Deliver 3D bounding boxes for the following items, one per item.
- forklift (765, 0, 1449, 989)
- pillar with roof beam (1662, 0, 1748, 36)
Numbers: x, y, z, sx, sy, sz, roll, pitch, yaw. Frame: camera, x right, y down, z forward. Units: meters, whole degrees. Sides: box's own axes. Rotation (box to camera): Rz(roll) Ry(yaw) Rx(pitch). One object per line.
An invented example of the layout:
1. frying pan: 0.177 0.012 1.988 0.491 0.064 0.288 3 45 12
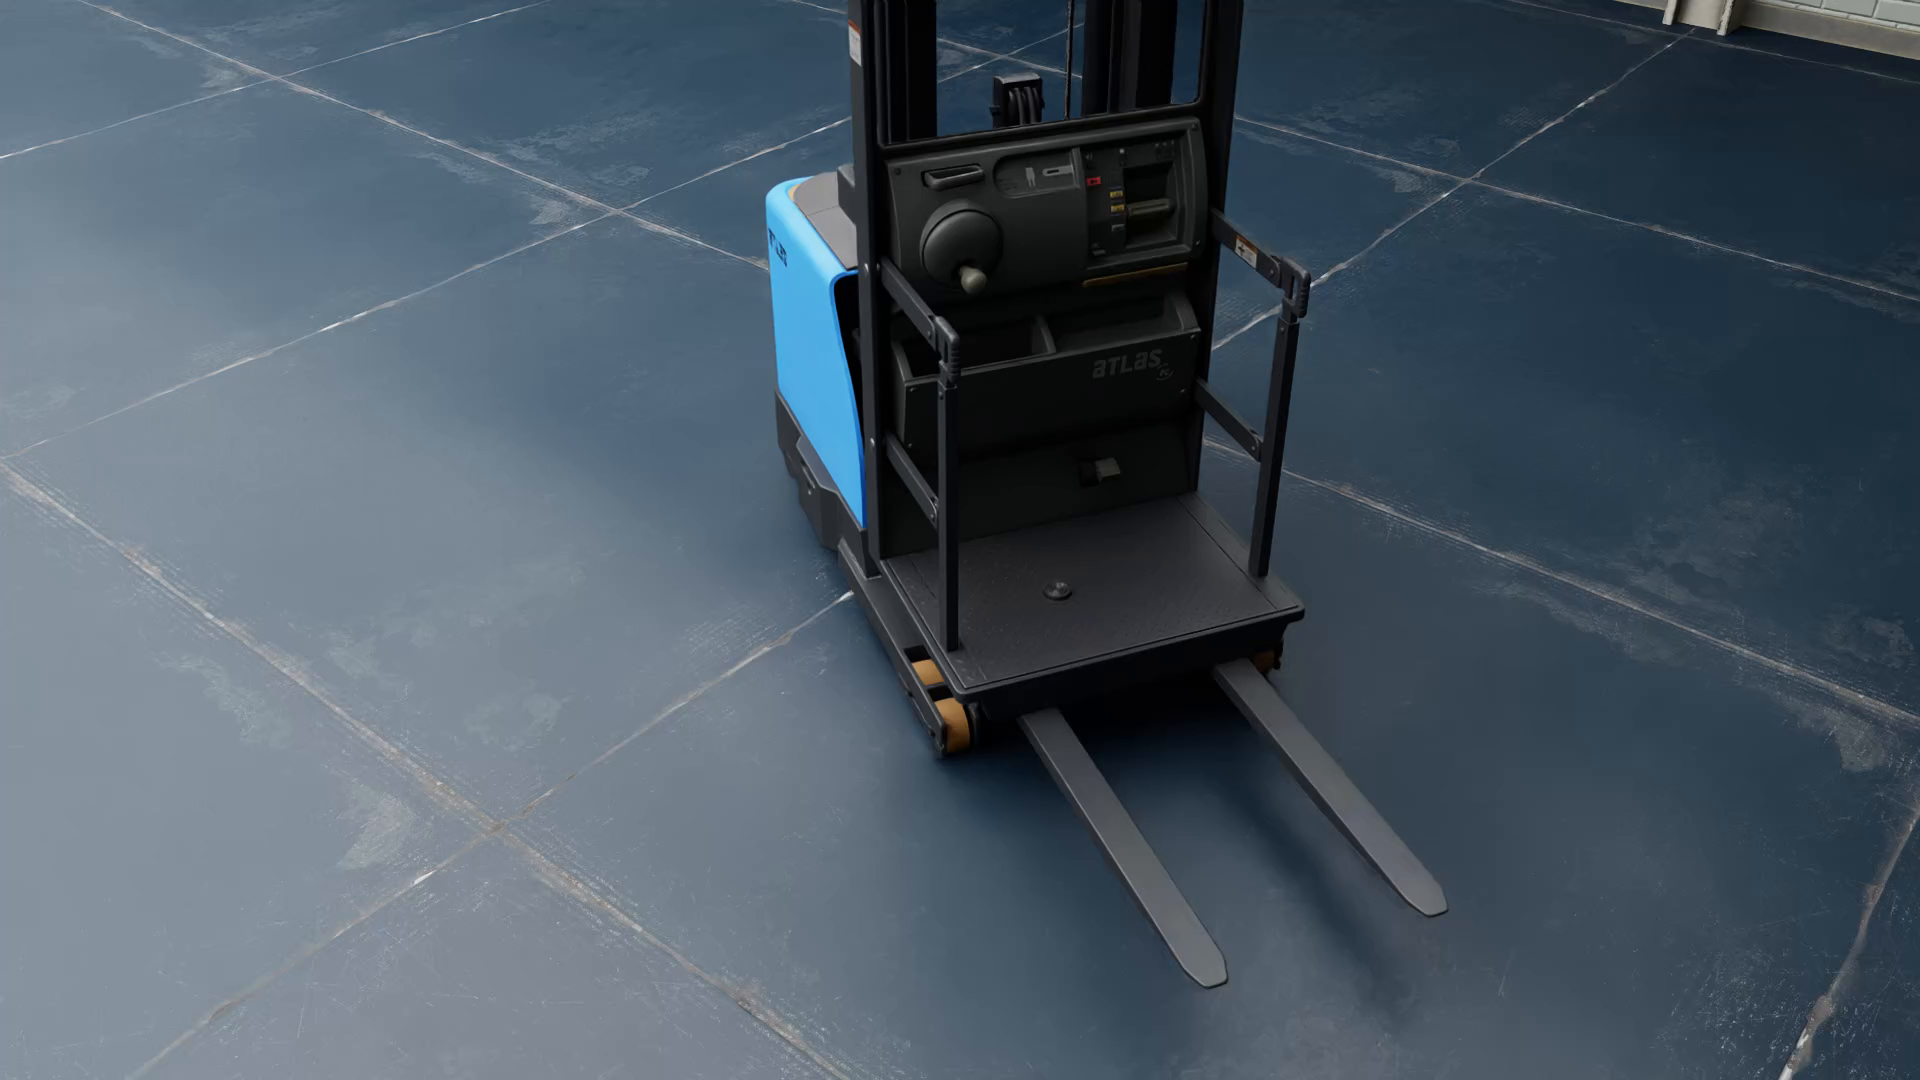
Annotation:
1. forklift: 0.333 -0.854 4.405 1.130 2.935 3.031 -12 36 -17
2. pillar with roof beam: 1.931 -5.097 5.222 0.400 9.000 9.100 25 42 32
